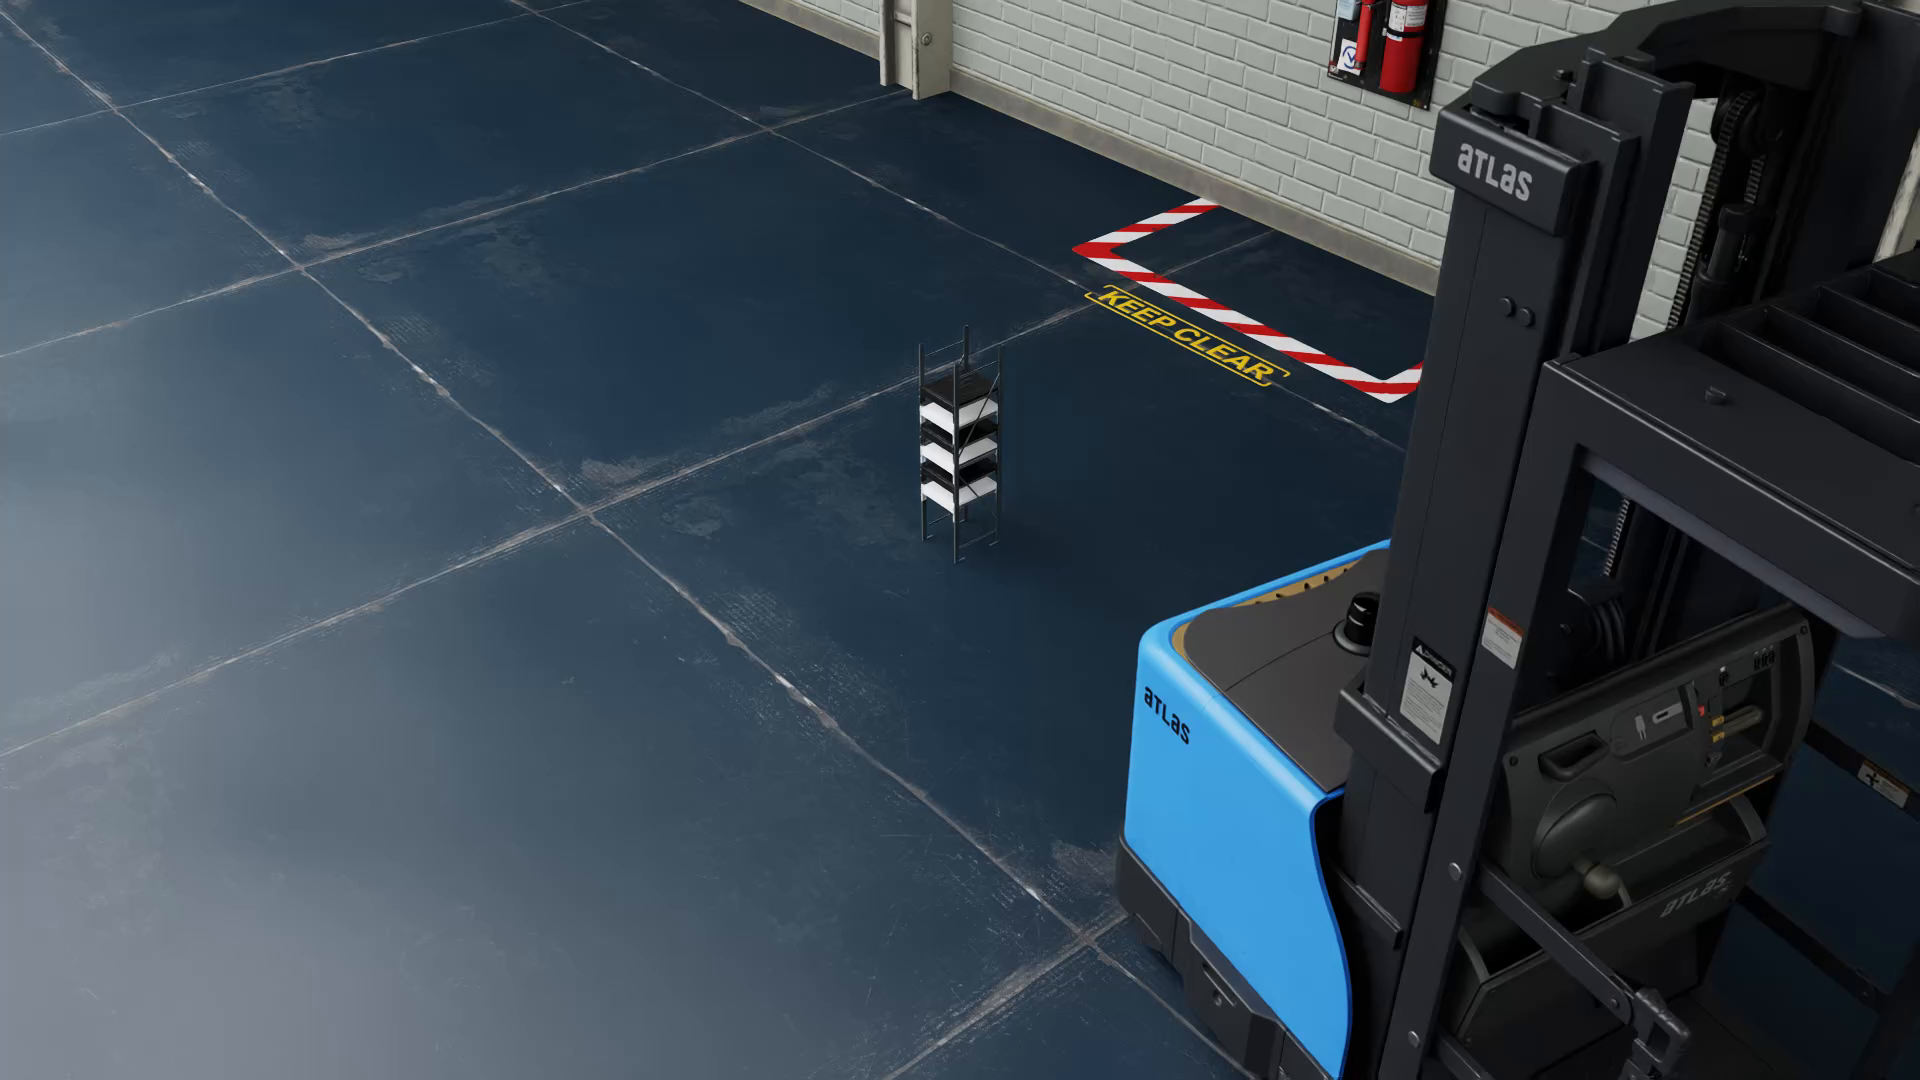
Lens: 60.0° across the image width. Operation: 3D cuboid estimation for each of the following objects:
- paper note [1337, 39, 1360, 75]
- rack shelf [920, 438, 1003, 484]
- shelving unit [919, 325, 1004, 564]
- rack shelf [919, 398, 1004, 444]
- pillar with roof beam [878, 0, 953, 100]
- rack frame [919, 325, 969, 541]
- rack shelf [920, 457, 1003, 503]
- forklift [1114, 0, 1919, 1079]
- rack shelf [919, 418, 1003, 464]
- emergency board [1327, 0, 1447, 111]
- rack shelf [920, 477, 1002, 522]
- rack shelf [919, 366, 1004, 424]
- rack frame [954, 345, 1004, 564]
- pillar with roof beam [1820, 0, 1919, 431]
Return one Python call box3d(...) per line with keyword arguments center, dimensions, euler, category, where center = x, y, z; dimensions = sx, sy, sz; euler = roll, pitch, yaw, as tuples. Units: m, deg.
box3d(center=(1.959, -2.421, 8.335), dimensions=(0.016, 0.148, 0.142), euler=(-26, 43, -32), category="paper note")
box3d(center=(0.005, -0.336, 6.504), dimensions=(0.258, 0.077, 0.200), euler=(-26, 43, -32), category="rack shelf")
box3d(center=(0.005, -0.364, 6.485), dimensions=(0.258, 0.900, 0.210), euler=(-26, 43, -32), category="shelving unit")
box3d(center=(0.005, -0.483, 6.400), dimensions=(0.258, 0.077, 0.200), euler=(-26, 43, -32), category="rack shelf")
box3d(center=(-3.574, -5.062, 6.112), dimensions=(9.100, 9.000, 0.400), euler=(-26, 43, -32), category="pillar with roof beam")
box3d(center=(-0.060, -0.409, 6.548), dimensions=(0.240, 0.900, 0.006), euler=(-26, 43, -32), category="rack frame")
box3d(center=(0.005, -0.263, 6.556), dimensions=(0.258, 0.077, 0.200), euler=(-26, 43, -32), category="rack shelf")
box3d(center=(1.631, 0.532, 3.463), dimensions=(1.130, 2.935, 3.031), euler=(-18, 39, -23), category="forklift")
box3d(center=(0.005, -0.410, 6.452), dimensions=(0.258, 0.077, 0.200), euler=(-26, 43, -32), category="rack shelf")
box3d(center=(2.021, -2.676, 7.933), dimensions=(0.194, 1.169, 0.643), euler=(-26, 43, -32), category="emergency board")
box3d(center=(0.005, -0.190, 6.608), dimensions=(0.258, 0.077, 0.200), euler=(-26, 43, -32), category="rack shelf")
box3d(center=(0.005, -0.557, 6.348), dimensions=(0.258, 0.077, 0.200), euler=(-26, 43, -32), category="rack shelf")
box3d(center=(0.071, -0.319, 6.421), dimensions=(0.240, 0.900, 0.006), euler=(-26, 43, -32), category="rack frame")
box3d(center=(0.298, -2.413, 2.372), dimensions=(9.100, 9.000, 0.400), euler=(-26, 43, -32), category="pillar with roof beam")
